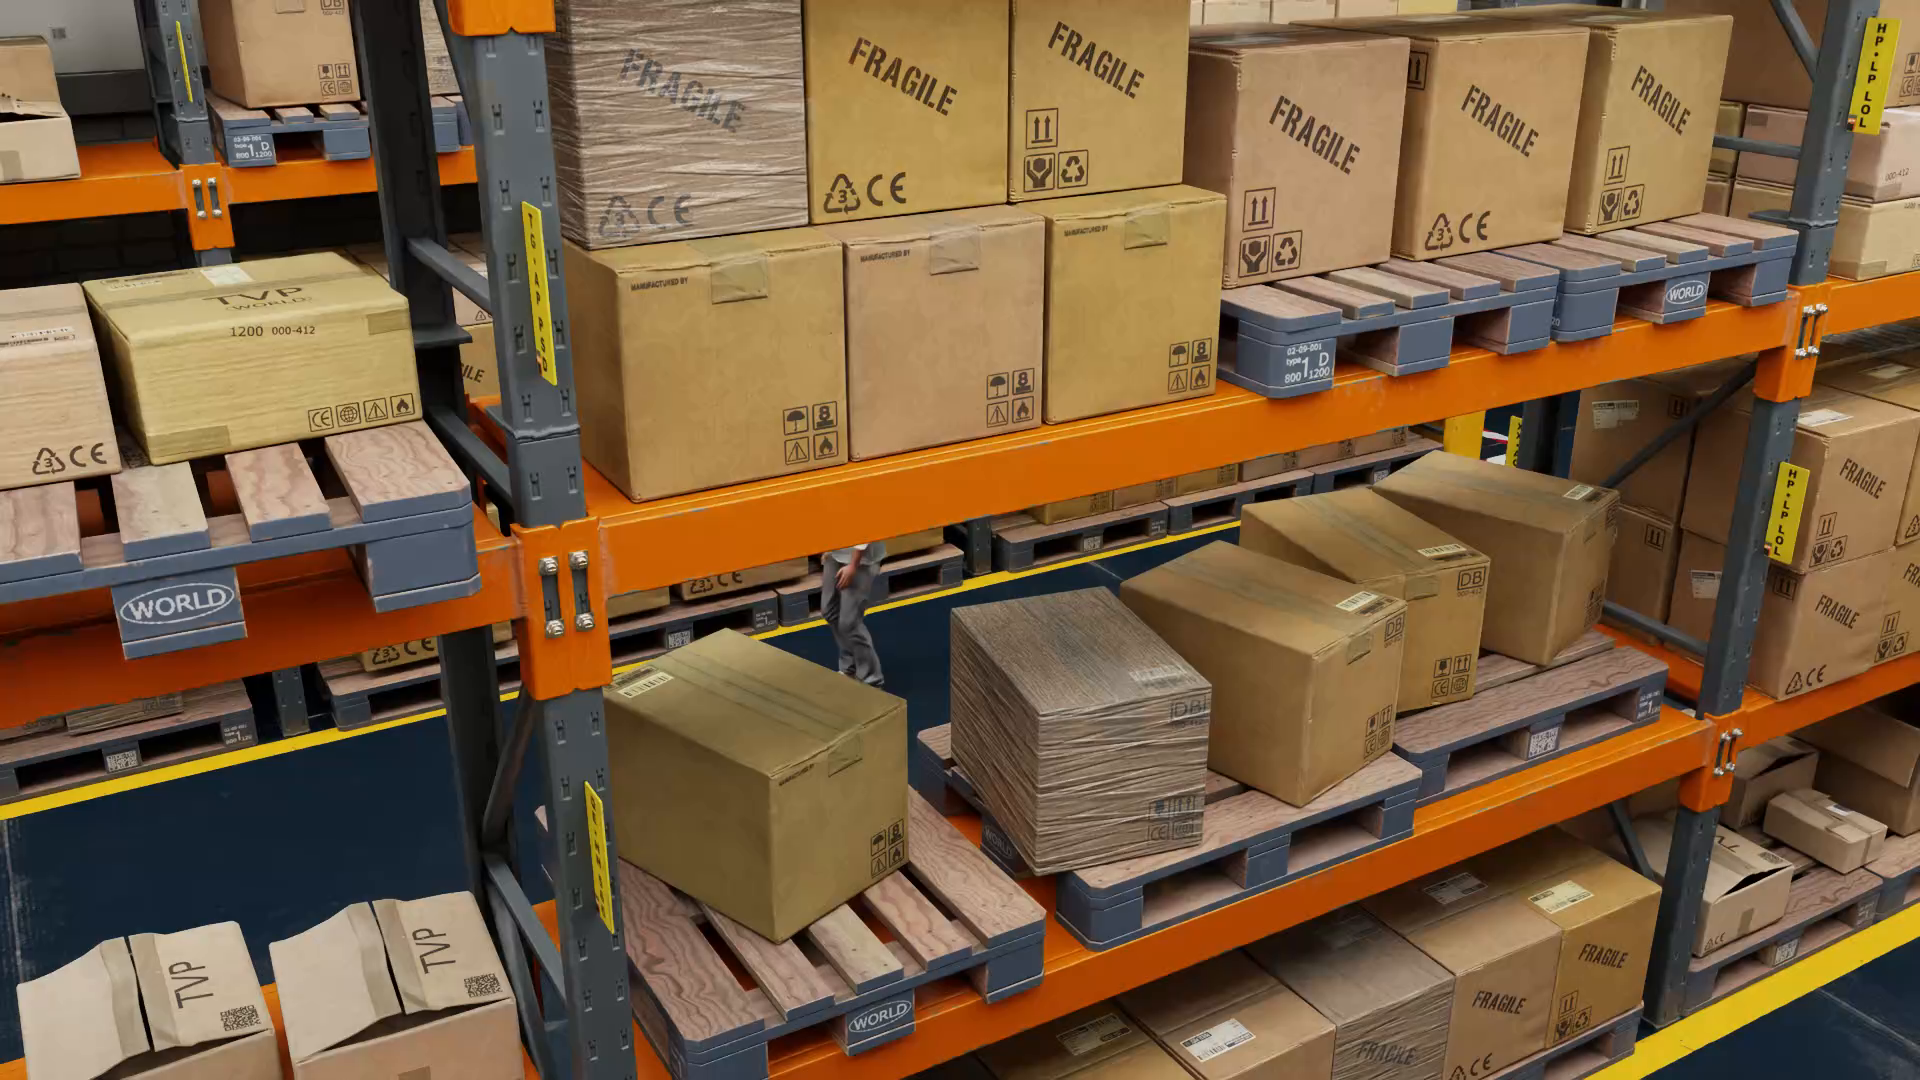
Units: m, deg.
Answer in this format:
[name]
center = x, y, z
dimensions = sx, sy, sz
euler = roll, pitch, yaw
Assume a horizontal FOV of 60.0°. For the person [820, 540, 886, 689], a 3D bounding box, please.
[person]
center = -0.546, 0.158, 8.434
dimensions = 0.341, 1.440, 0.417
euler = -11, 25, -26
